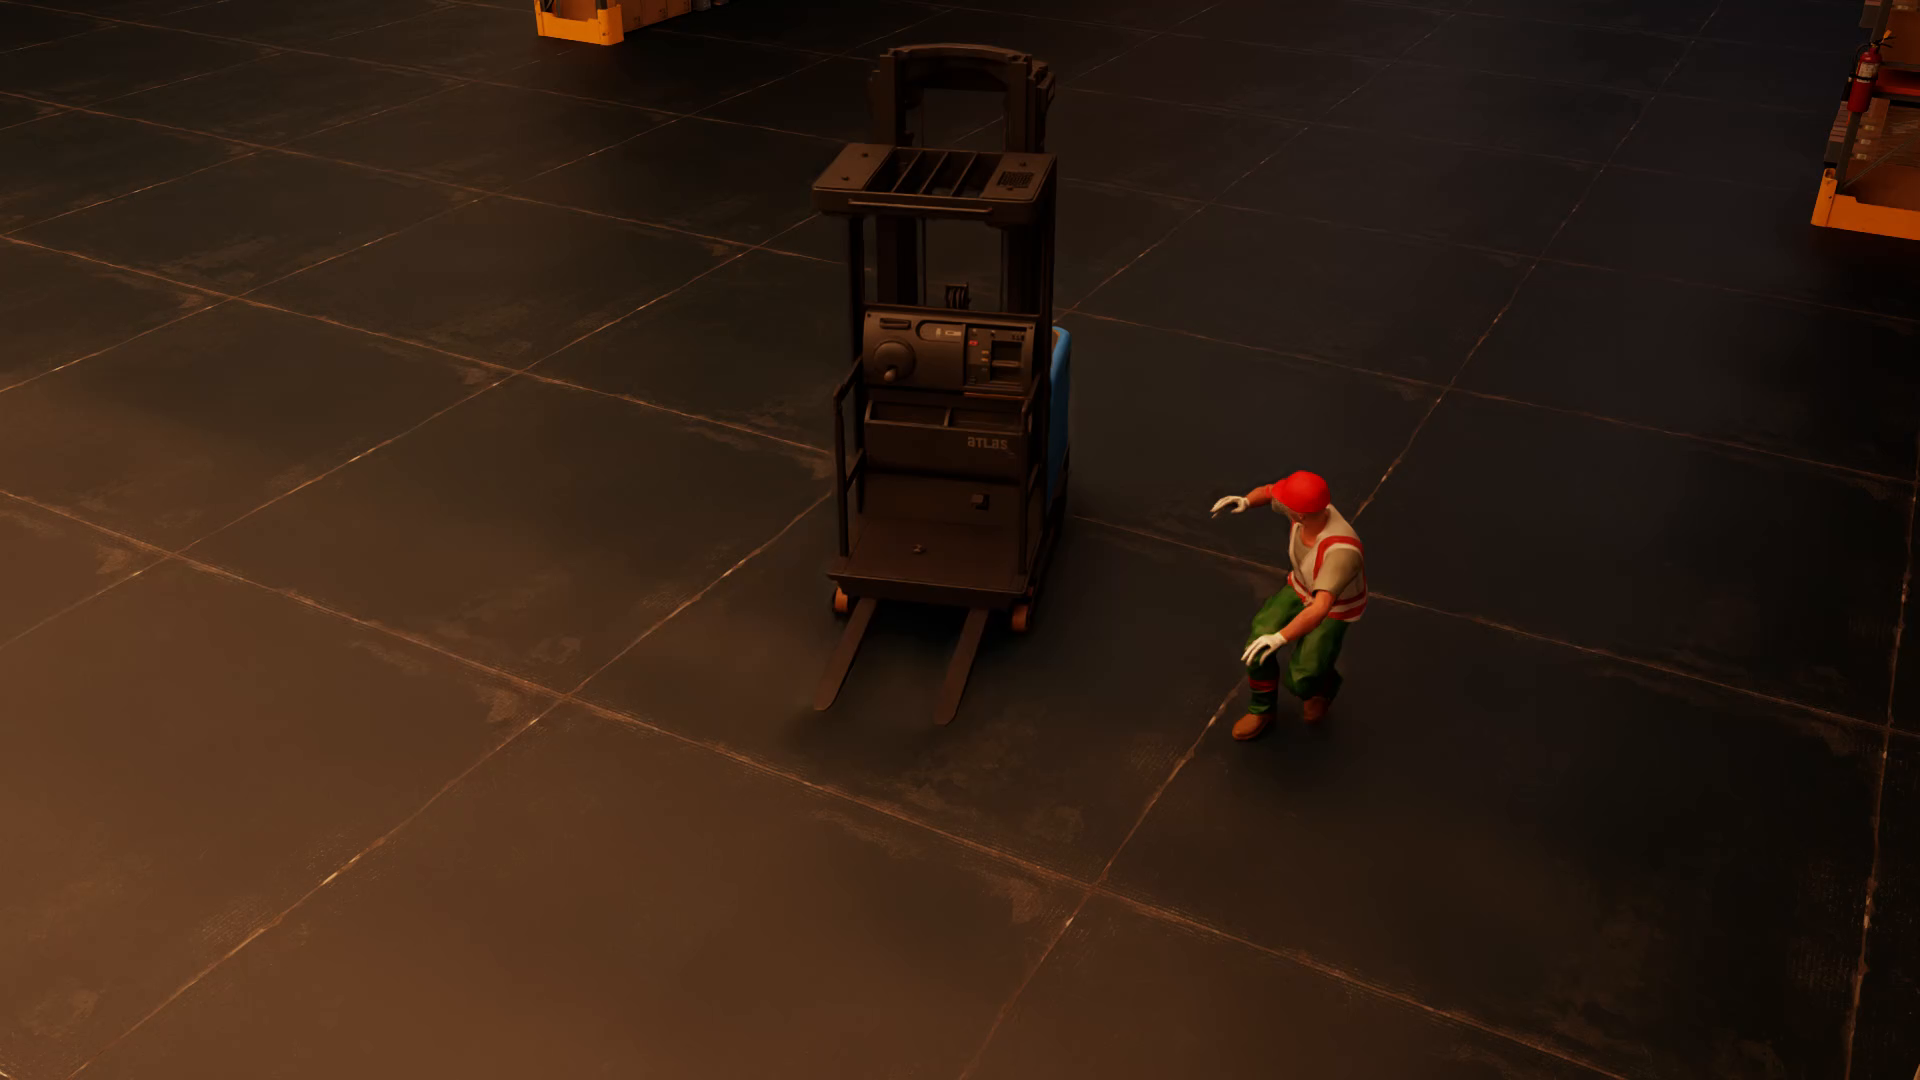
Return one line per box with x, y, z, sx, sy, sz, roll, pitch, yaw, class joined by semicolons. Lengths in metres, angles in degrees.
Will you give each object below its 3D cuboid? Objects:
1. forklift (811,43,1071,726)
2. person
-0.100;-0.960;8.734;1.130;2.935;3.031;6;30;9;forklift
1.497;0.333;7.937;1.011;1.478;0.782;-23;37;-34;person
